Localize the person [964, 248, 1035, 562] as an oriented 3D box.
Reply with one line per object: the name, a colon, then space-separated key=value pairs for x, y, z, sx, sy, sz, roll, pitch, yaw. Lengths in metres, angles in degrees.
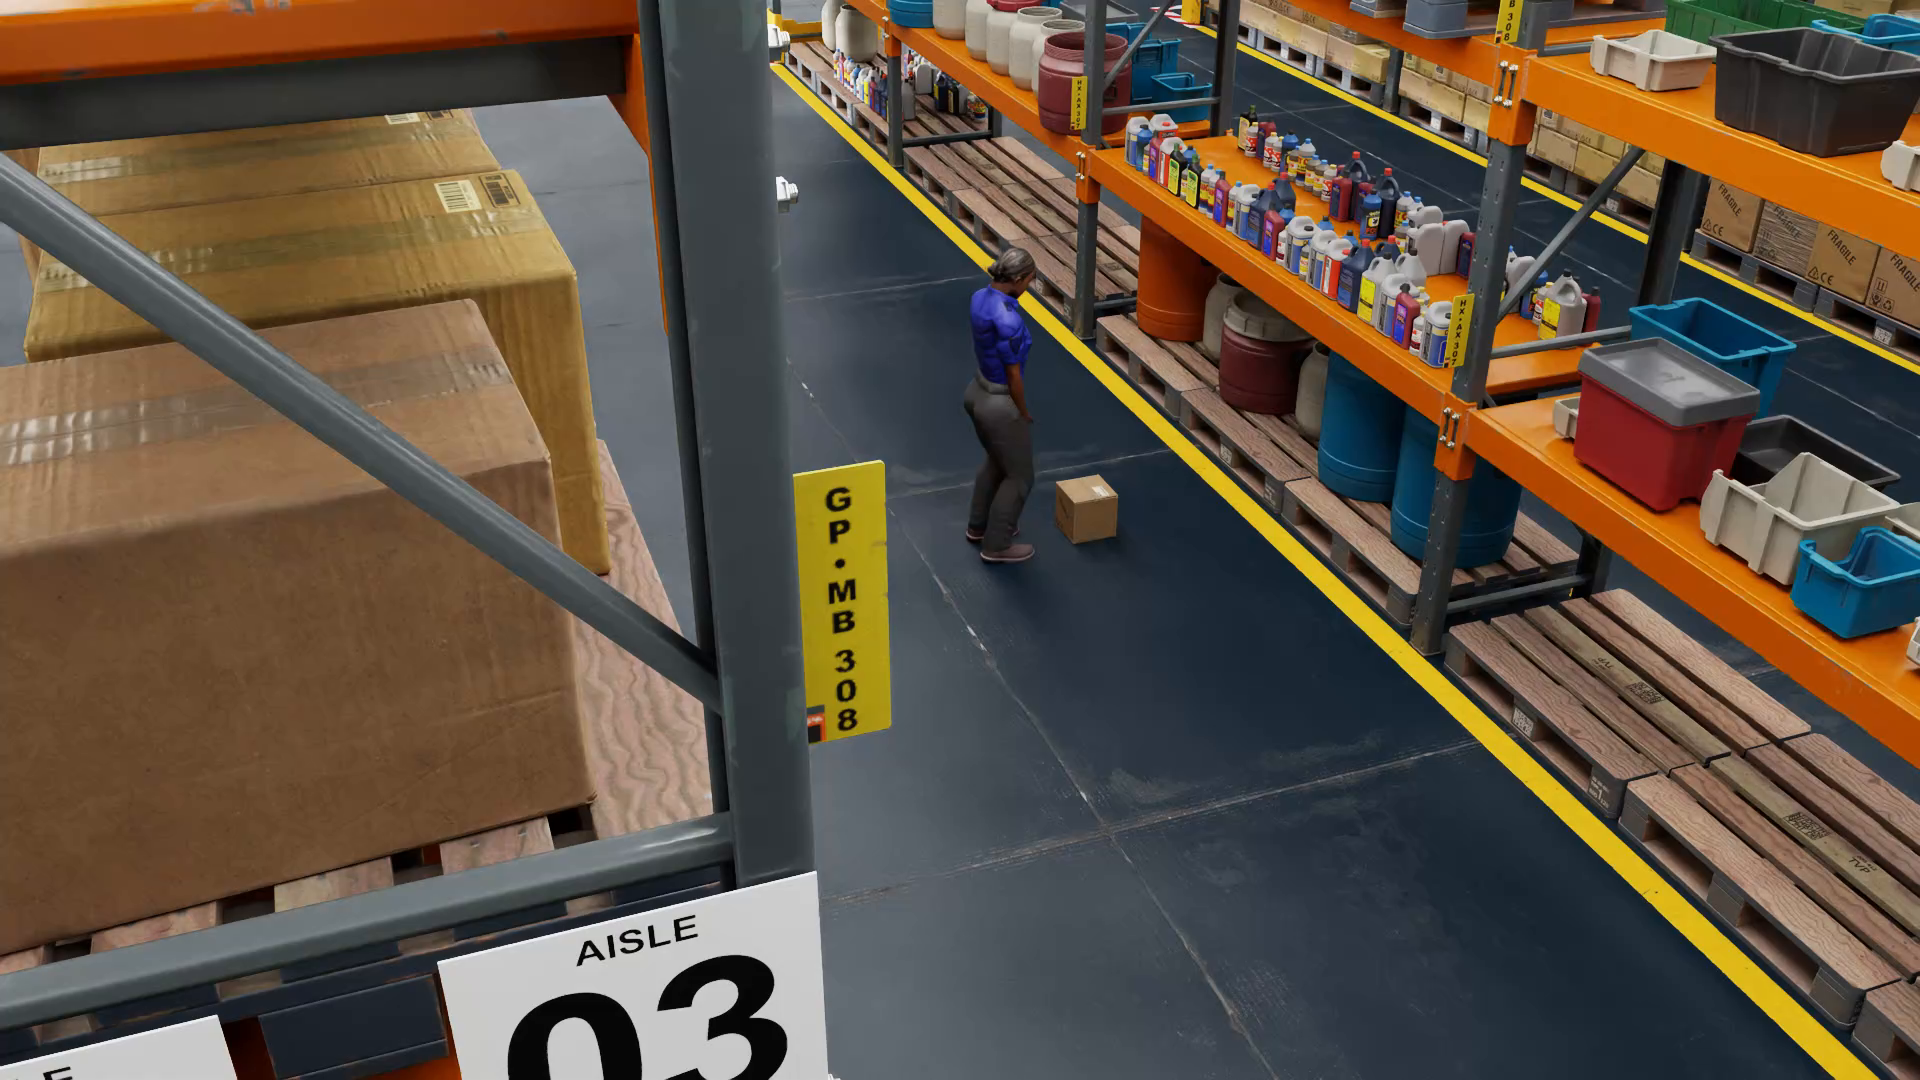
person: x=0.203 y=-0.680 z=8.358 sx=0.354 sy=1.626 sz=0.450 roll=-10 pitch=31 yaw=-16
